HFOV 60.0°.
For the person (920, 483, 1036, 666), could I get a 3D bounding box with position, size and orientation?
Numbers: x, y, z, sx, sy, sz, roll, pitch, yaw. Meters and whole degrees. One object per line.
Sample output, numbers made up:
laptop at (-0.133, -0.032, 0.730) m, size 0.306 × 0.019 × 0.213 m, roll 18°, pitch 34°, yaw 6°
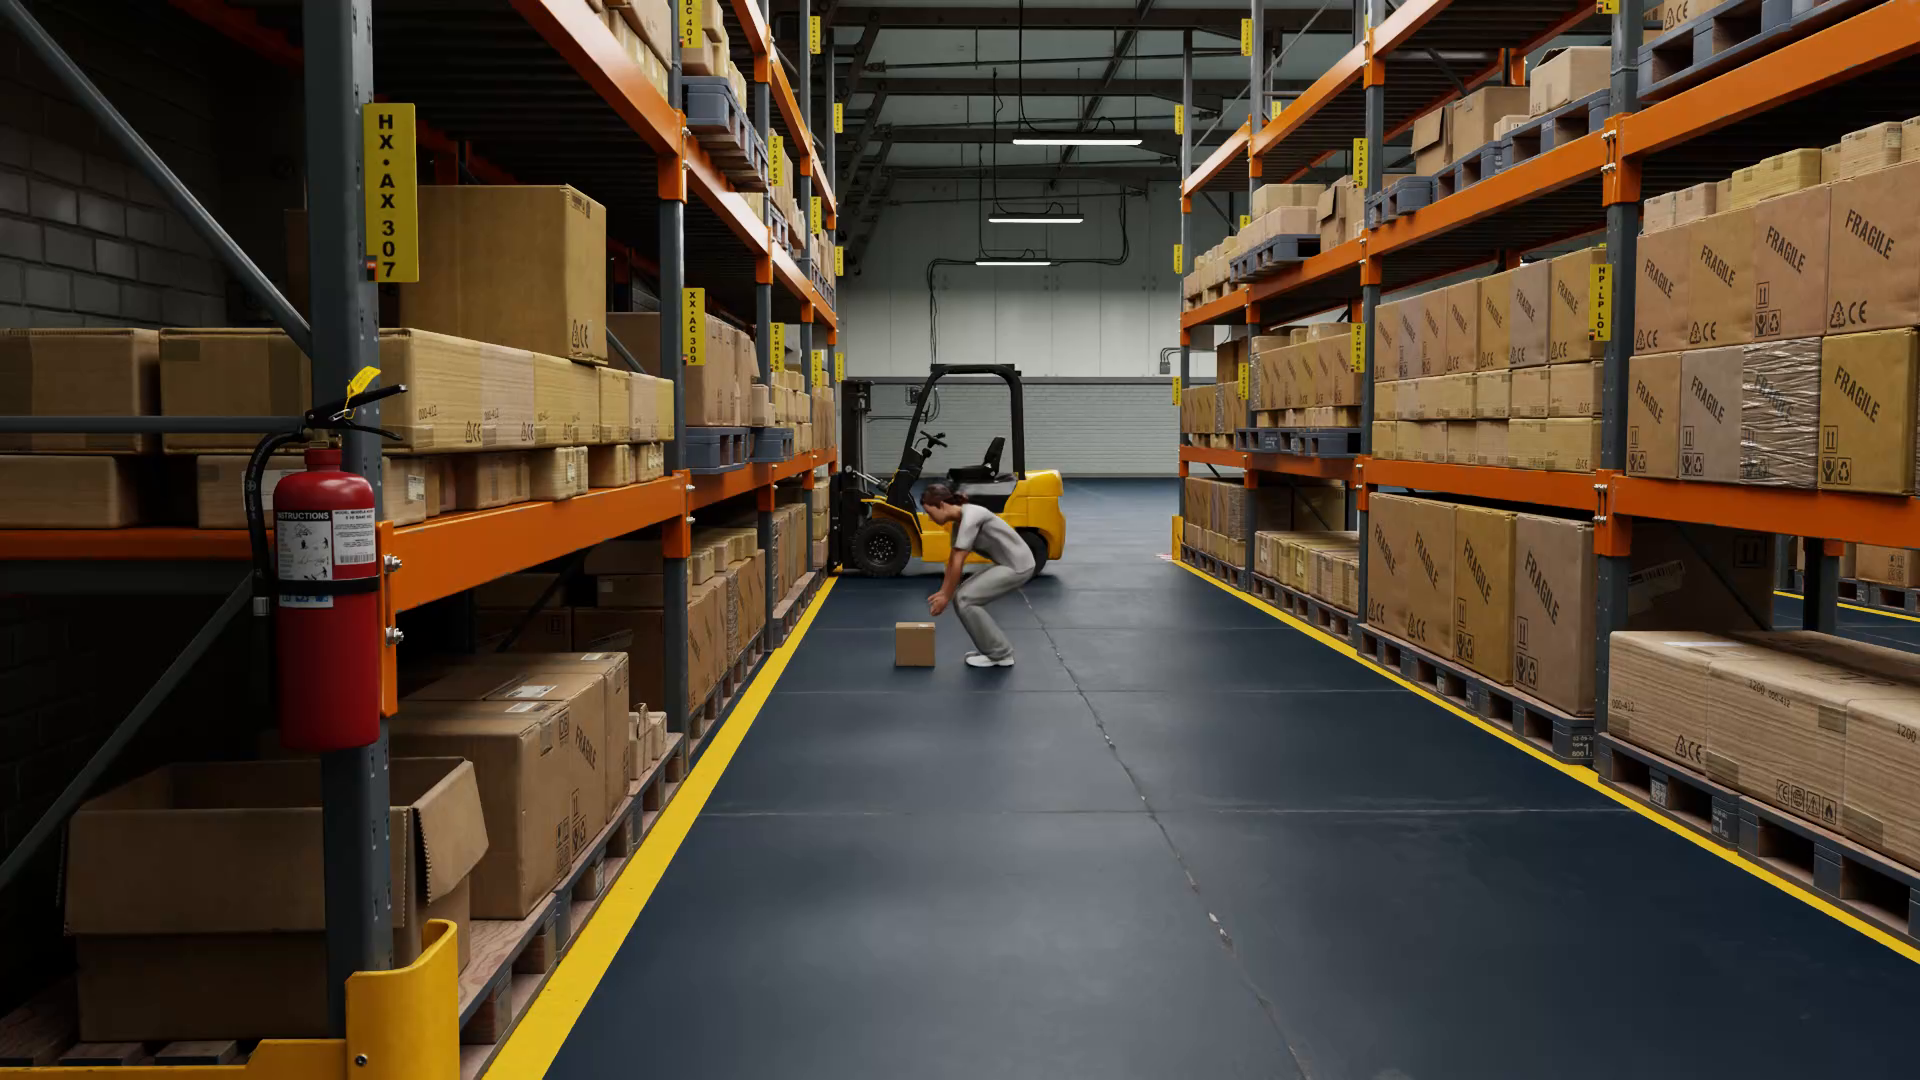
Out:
person at (0.114, 0.219, 10.588) m, size 0.741 × 1.158 × 0.496 m, roll 0°, pitch 4°, yaw -1°
